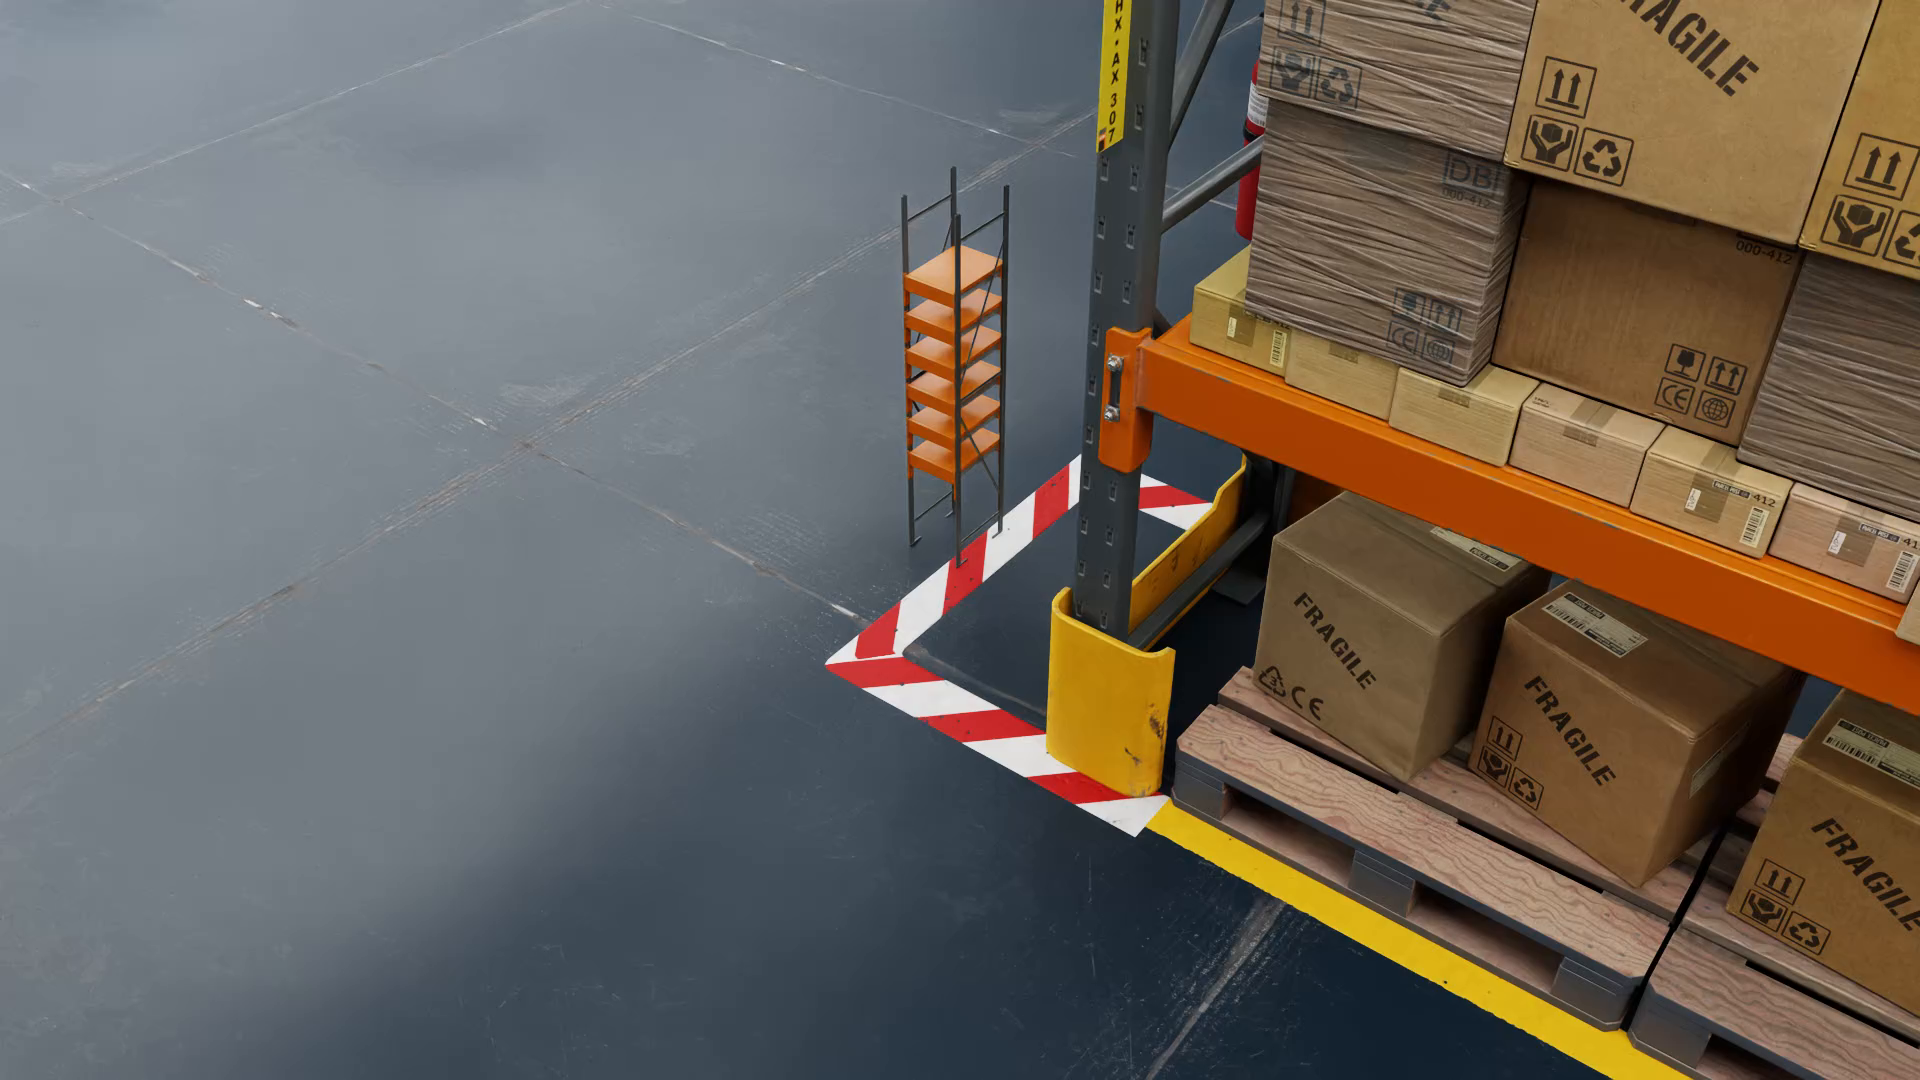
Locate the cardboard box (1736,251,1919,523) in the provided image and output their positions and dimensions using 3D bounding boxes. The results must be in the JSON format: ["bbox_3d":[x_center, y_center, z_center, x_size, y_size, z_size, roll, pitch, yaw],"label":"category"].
[{"bbox_3d":[1.900,-0.464,3.087,0.500,0.500,0.875,25,45,29],"label":"cardboard box"}]

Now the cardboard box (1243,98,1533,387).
[{"bbox_3d":[1.059,-0.801,3.517,0.500,0.500,0.875,25,45,29],"label":"cardboard box"}]

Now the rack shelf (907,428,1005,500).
[{"bbox_3d":[-0.012,-0.254,5.062,0.180,0.103,0.258,25,45,29],"label":"rack shelf"}]

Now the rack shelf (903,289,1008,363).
[{"bbox_3d":[-0.012,-0.632,4.767,0.180,0.103,0.258,25,45,29],"label":"rack shelf"}]

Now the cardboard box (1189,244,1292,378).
[{"bbox_3d":[0.720,-0.541,3.712,0.250,0.149,0.380,25,45,29],"label":"cardboard box"}]

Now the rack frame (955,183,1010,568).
[{"bbox_3d":[0.061,-0.444,4.843,0.006,1.200,0.240,25,45,29],"label":"rack frame"}]

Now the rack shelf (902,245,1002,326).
[{"bbox_3d":[-0.012,-0.727,4.693,0.180,0.103,0.258,25,45,29],"label":"rack shelf"}]

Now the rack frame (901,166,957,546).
[{"bbox_3d":[-0.084,-0.512,4.931,0.006,1.200,0.240,25,45,29],"label":"rack frame"}]

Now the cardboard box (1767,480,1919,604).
[{"bbox_3d":[1.717,-0.076,3.118,0.250,0.149,0.380,25,45,29],"label":"cardboard box"}]

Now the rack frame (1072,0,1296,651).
[{"bbox_3d":[0.639,-0.864,3.920,0.127,3.000,1.000,25,45,29],"label":"rack frame"}]

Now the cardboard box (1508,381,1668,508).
[{"bbox_3d":[1.308,-0.254,3.345,0.250,0.149,0.380,25,45,29],"label":"cardboard box"}]

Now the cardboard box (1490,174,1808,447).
[{"bbox_3d":[1.529,-0.672,3.353,0.500,0.500,0.875,25,45,29],"label":"cardboard box"}]

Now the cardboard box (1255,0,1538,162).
[{"bbox_3d":[0.910,-1.074,3.056,0.500,0.500,0.500,25,45,29],"label":"cardboard box"}]

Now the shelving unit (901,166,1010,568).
[{"bbox_3d":[-0.012,-0.478,4.887,0.189,1.200,0.258,25,45,29],"label":"shelving unit"}]

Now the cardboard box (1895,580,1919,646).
[{"bbox_3d":[1.853,0.068,2.934,0.250,0.149,0.380,25,45,29],"label":"cardboard box"}]

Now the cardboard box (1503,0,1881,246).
[{"bbox_3d":[1.303,-0.884,2.812,0.500,0.500,0.500,25,45,29],"label":"cardboard box"}]

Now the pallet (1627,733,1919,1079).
[{"bbox_3d":[2.288,1.041,3.749,1.213,0.211,1.003,25,45,29],"label":"pallet"}]

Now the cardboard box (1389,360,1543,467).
[{"bbox_3d":[1.097,-0.337,3.451,0.250,0.149,0.380,25,45,29],"label":"cardboard box"}]

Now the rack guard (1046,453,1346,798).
[{"bbox_3d":[0.699,0.149,4.654,0.348,0.500,1.175,25,45,29],"label":"rack guard"}]

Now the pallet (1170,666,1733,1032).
[{"bbox_3d":[1.323,0.584,4.332,1.213,0.211,1.003,25,45,29],"label":"pallet"}]

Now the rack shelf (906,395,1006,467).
[{"bbox_3d":[-0.012,-0.349,4.988,0.180,0.103,0.258,25,45,29],"label":"rack shelf"}]

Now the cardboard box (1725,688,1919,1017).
[{"bbox_3d":[2.106,0.648,3.676,0.500,0.500,0.500,30,47,32],"label":"cardboard box"}]

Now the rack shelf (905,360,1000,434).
[{"bbox_3d":[-0.012,-0.443,4.915,0.180,0.103,0.258,25,45,29],"label":"rack shelf"}]

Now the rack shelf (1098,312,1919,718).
[{"bbox_3d":[2.227,0.169,3.185,4.000,0.370,1.077,25,45,29],"label":"rack shelf"}]

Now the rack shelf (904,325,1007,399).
[{"bbox_3d":[-0.012,-0.538,4.841,0.180,0.103,0.258,25,45,29],"label":"rack shelf"}]

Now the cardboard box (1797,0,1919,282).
[{"bbox_3d":[1.701,-0.697,2.574,0.500,0.500,0.500,25,45,29],"label":"cardboard box"}]

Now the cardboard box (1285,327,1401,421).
[{"bbox_3d":[0.907,-0.438,3.580,0.250,0.149,0.380,25,45,29],"label":"cardboard box"}]

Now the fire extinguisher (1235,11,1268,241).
[{"bbox_3d":[0.828,-1.102,4.287,0.183,0.674,0.296,25,45,29],"label":"fire extinguisher"}]

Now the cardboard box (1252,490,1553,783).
[{"bbox_3d":[1.124,0.197,4.252,0.500,0.500,0.500,-29,46,-32],"label":"cardboard box"}]

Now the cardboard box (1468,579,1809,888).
[{"bbox_3d":[1.620,0.404,3.987,0.500,0.500,0.500,-25,45,-29],"label":"cardboard box"}]

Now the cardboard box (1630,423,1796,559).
[{"bbox_3d":[1.502,-0.157,3.221,0.250,0.149,0.380,25,45,29],"label":"cardboard box"}]

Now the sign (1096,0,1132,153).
[{"bbox_3d":[0.309,-0.939,3.314,0.005,0.325,0.100,25,45,29],"label":"sign"}]
